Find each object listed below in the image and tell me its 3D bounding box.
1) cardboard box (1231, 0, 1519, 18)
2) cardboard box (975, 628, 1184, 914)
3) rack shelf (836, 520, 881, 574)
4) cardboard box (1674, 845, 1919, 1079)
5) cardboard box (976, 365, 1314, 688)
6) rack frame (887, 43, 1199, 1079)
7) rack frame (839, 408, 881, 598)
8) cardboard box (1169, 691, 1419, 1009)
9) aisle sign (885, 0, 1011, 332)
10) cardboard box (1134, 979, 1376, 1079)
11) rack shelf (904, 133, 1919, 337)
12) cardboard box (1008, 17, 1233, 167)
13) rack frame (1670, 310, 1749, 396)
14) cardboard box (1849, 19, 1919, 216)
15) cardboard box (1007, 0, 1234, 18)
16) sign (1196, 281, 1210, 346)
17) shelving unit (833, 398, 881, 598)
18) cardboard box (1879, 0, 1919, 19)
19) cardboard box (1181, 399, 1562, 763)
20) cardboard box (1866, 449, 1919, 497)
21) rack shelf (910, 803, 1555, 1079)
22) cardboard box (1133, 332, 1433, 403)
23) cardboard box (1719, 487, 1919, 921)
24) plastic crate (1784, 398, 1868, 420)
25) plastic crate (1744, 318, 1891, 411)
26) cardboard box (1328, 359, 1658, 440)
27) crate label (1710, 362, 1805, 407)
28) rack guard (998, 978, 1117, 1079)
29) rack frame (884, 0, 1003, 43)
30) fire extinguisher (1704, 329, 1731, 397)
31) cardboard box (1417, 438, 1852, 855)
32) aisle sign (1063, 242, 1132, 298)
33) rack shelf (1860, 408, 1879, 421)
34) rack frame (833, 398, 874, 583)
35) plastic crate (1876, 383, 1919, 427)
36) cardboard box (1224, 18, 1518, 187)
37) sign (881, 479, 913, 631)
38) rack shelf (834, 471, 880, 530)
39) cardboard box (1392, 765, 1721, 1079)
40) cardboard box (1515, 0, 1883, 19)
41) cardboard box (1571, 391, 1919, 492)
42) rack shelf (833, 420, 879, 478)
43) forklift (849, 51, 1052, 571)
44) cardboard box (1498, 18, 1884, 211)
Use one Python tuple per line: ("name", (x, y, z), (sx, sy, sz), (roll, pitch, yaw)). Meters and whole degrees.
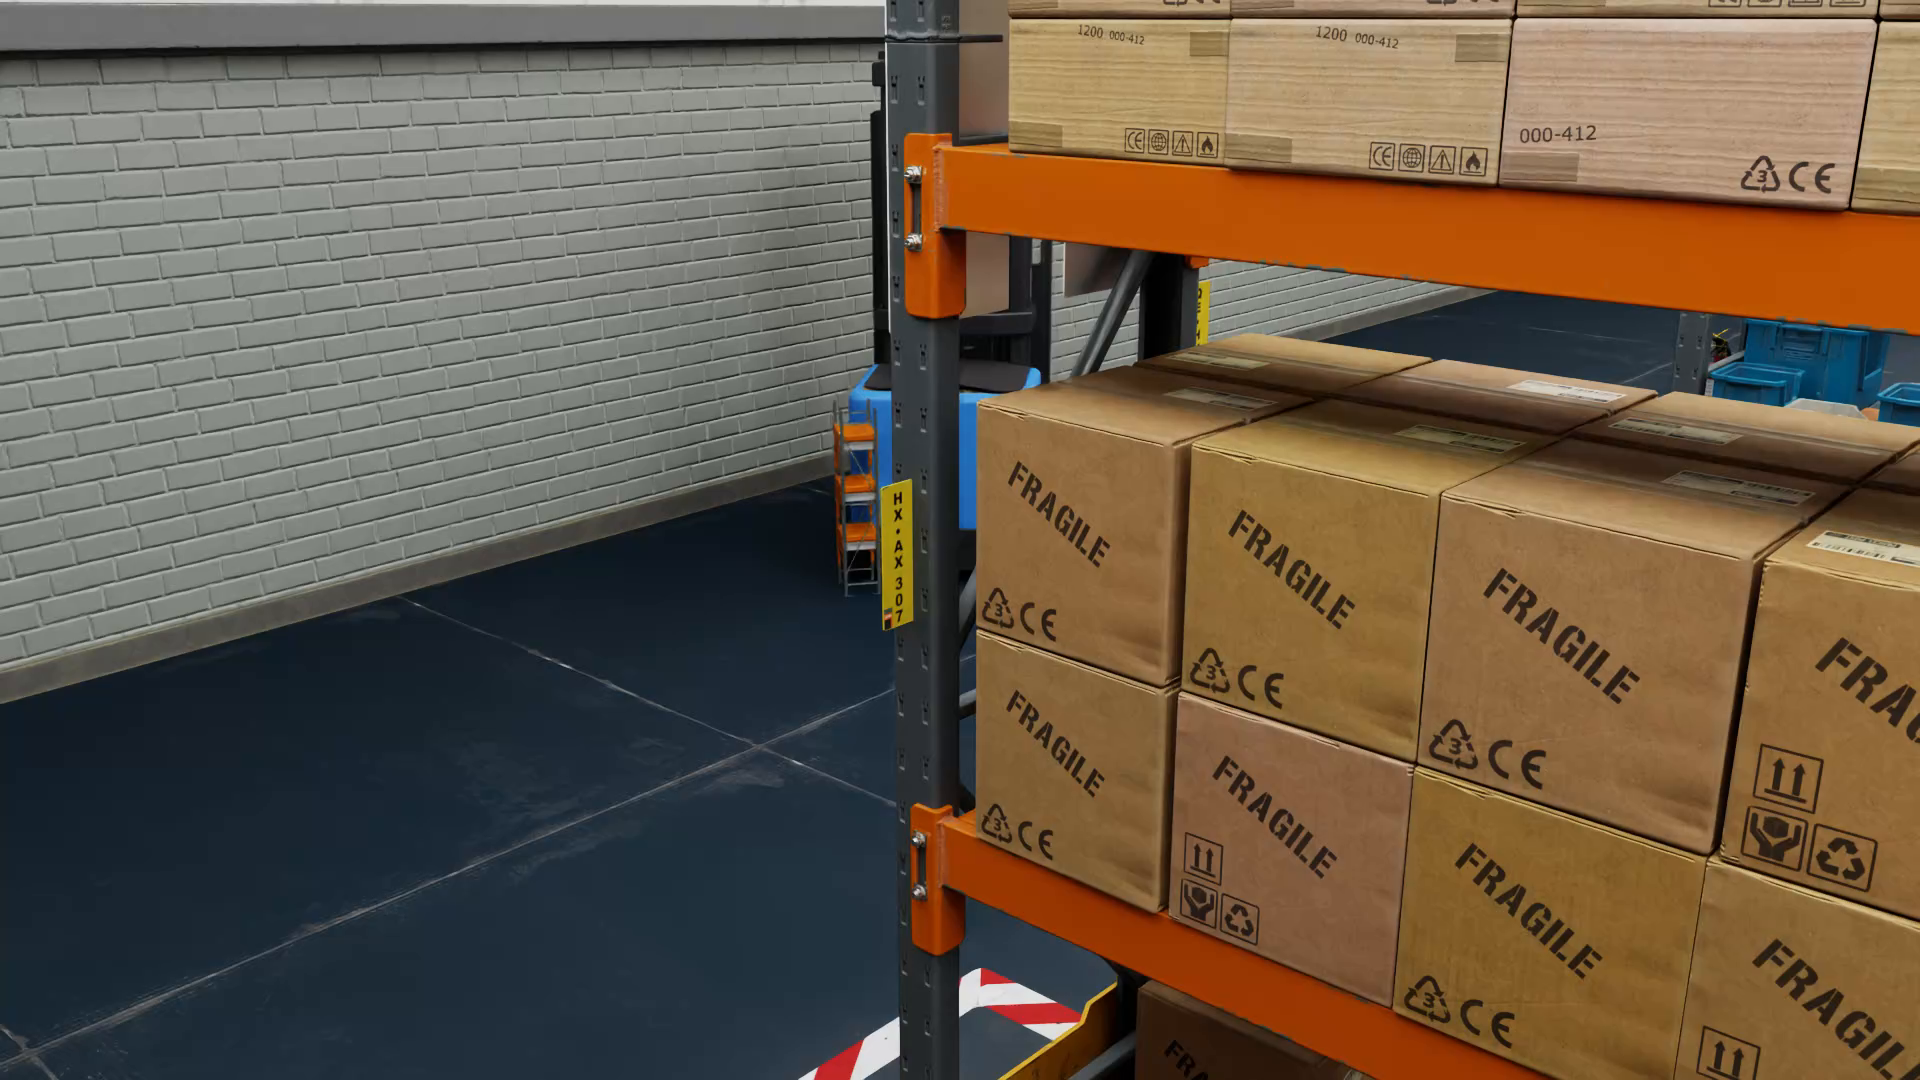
("cardboard box", (0.807, -1.010, 2.797), (0.500, 0.250, 0.500), (15, 23, 39))
("cardboard box", (0.383, 0.424, 3.652), (0.500, 0.500, 0.500), (16, 23, 40))
("rack shelf", (-0.560, 0.046, 9.181), (0.215, 0.259, 0.240), (-4, 18, -11))
("cardboard box", (1.519, 0.728, 2.693), (0.500, 0.500, 0.500), (15, 23, 40))
("cardboard box", (0.383, -0.053, 3.501), (0.500, 0.500, 0.500), (16, 24, 41))
("rack frame", (0.226, 0.323, 4.136), (0.127, 3.000, 1.000), (15, 23, 39))
("rack frame", (-0.537, -0.192, 8.979), (0.200, 1.050, 0.008), (-4, 18, -11))
("cardboard box", (0.773, 0.526, 3.330), (0.500, 0.500, 0.500), (15, 23, 39))
("aisle sign", (-0.020, -0.864, 3.577), (0.004, 0.787, 0.394), (15, 23, 39))
("cardboard box", (0.796, 1.358, 4.279), (0.500, 0.500, 0.500), (15, 23, 39))
("rack shelf", (1.722, -0.363, 2.526), (4.000, 0.370, 1.077), (15, 23, 39))
("cardboard box", (0.442, -0.875, 3.199), (0.500, 0.250, 0.500), (15, 23, 39))
("rack frame", (3.517, -0.797, 7.665), (0.127, 3.000, 1.000), (15, 23, 39))
("cardboard box", (1.560, -0.573, 2.246), (0.500, 0.250, 0.500), (15, 23, 39))
("cardboard box", (0.438, -1.112, 3.119), (0.500, 0.250, 0.500), (15, 23, 39))
("sign", (0.610, -0.501, 4.296), (0.005, 0.325, 0.100), (15, 23, 39))
("shelving unit", (-0.562, -0.229, 9.092), (0.215, 1.050, 0.252), (-4, 18, -11))
("cardboard box", (1.557, -0.810, 2.167), (0.500, 0.250, 0.500), (15, 23, 39))
("cardboard box", (0.779, 0.050, 3.176), (0.500, 0.500, 0.500), (15, 23, 40))
("cardboard box", (1.895, 0.133, 2.916), (0.500, 0.500, 0.500), (16, 24, 41))
("rack shelf", (1.722, 1.067, 2.980), (4.000, 0.370, 1.077), (15, 23, 39))
("cardboard box", (0.742, -0.174, 3.884), (0.500, 0.500, 0.500), (15, 23, 39))
("cardboard box", (1.531, 0.254, 2.535), (0.500, 0.500, 0.500), (15, 23, 39))
("plastic crate", (3.668, -0.493, 7.043), (0.298, 0.136, 0.250), (15, 23, 39))
("plastic crate", (3.891, -0.818, 7.572), (0.499, 0.435, 0.616), (15, 23, 39))
("cardboard box", (1.120, -0.073, 3.565), (0.500, 0.500, 0.500), (16, 24, 41))
("crate label", (3.483, -0.622, 7.290), (0.303, 0.233, 0.416), (15, 23, 39))
("rack guard", (0.283, 1.529, 4.466), (0.348, 0.500, 1.175), (15, 23, 39))
("rack frame", (0.226, -2.537, 3.229), (0.127, 3.000, 1.000), (15, 23, 39))
("fire extinguisher", (3.706, -0.716, 8.153), (0.183, 0.674, 0.296), (15, 23, 39))
("cardboard box", (1.150, 0.152, 2.856), (0.500, 0.500, 0.500), (15, 23, 40))
("aisle sign", (0.379, -0.999, 4.004), (0.004, 0.787, 0.394), (15, 23, 39))
("rack shelf", (5.013, -0.053, 6.509), (4.000, 0.370, 1.077), (15, 23, 39))
("rack frame", (-0.587, -0.265, 9.206), (0.200, 1.050, 0.008), (-4, 18, -11))
("plastic crate", (3.976, -0.490, 6.874), (0.300, 0.233, 0.416), (15, 23, 39))
("cardboard box", (0.807, -0.772, 2.873), (0.500, 0.250, 0.500), (15, 23, 39))
("sign", (-0.134, 0.033, 3.618), (0.005, 0.325, 0.100), (15, 23, 39))
("rack shelf", (-0.562, -0.219, 9.096), (0.215, 0.259, 0.240), (-4, 18, -11))
("cardboard box", (1.146, 0.628, 3.010), (0.500, 0.500, 0.500), (15, 23, 39))
("cardboard box", (1.185, -0.911, 2.486), (0.500, 0.250, 0.500), (15, 23, 39))
("cardboard box", (1.511, 0.030, 3.241), (0.500, 0.500, 0.500), (16, 24, 41))
("rack shelf", (-0.564, -0.489, 9.009), (0.215, 0.259, 0.240), (-4, 18, -11))
("forklift", (0.040, -1.617, 10.361), (1.130, 2.935, 3.031), (2, 18, 6))
("cardboard box", (1.182, -0.672, 2.558), (0.500, 0.250, 0.500), (15, 23, 39))
